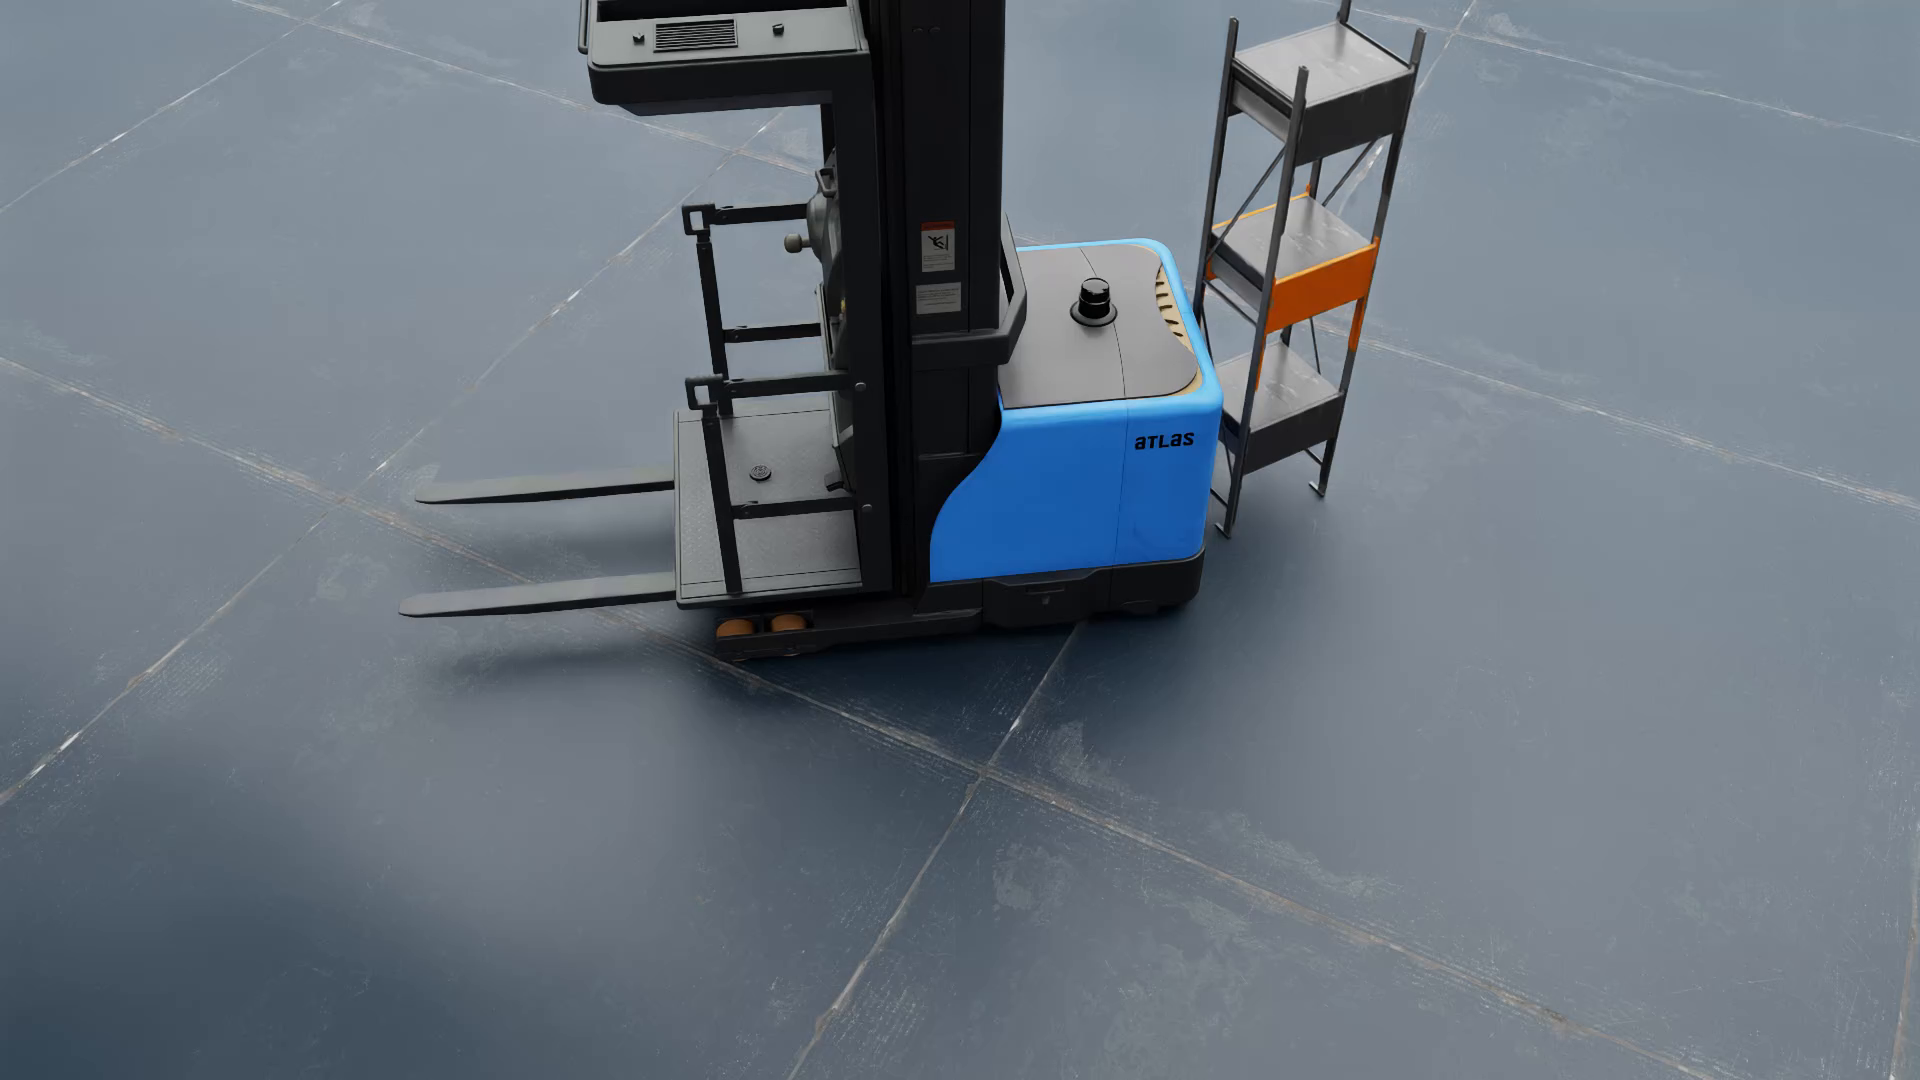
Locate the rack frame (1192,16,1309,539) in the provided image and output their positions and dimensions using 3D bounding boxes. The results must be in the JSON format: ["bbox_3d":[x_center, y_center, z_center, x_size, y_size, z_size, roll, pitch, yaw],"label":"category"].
[{"bbox_3d":[0.996,-0.871,6.131,0.015,2.100,0.400,-22,49,-21],"label":"rack frame"}]

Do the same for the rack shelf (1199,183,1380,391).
[{"bbox_3d":[1.207,-0.948,6.228,0.480,0.518,0.431,-22,49,-21],"label":"rack shelf"}]

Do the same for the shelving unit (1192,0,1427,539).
[{"bbox_3d":[1.207,-0.958,6.218,0.503,2.100,0.431,-22,49,-21],"label":"shelving unit"}]

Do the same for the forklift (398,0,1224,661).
[{"bbox_3d":[-0.624,-0.973,5.651,3.031,2.935,1.130,-5,46,-5],"label":"forklift"}]

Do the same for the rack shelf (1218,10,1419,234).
[{"bbox_3d":[1.209,-1.442,5.732,0.480,0.518,0.431,-22,49,-21],"label":"rack shelf"}]

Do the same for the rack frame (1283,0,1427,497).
[{"bbox_3d":[1.418,-1.045,6.306,0.015,2.100,0.400,-22,49,-21],"label":"rack frame"}]

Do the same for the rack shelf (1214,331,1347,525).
[{"bbox_3d":[1.204,-0.455,6.724,0.480,0.518,0.431,-22,49,-21],"label":"rack shelf"}]
